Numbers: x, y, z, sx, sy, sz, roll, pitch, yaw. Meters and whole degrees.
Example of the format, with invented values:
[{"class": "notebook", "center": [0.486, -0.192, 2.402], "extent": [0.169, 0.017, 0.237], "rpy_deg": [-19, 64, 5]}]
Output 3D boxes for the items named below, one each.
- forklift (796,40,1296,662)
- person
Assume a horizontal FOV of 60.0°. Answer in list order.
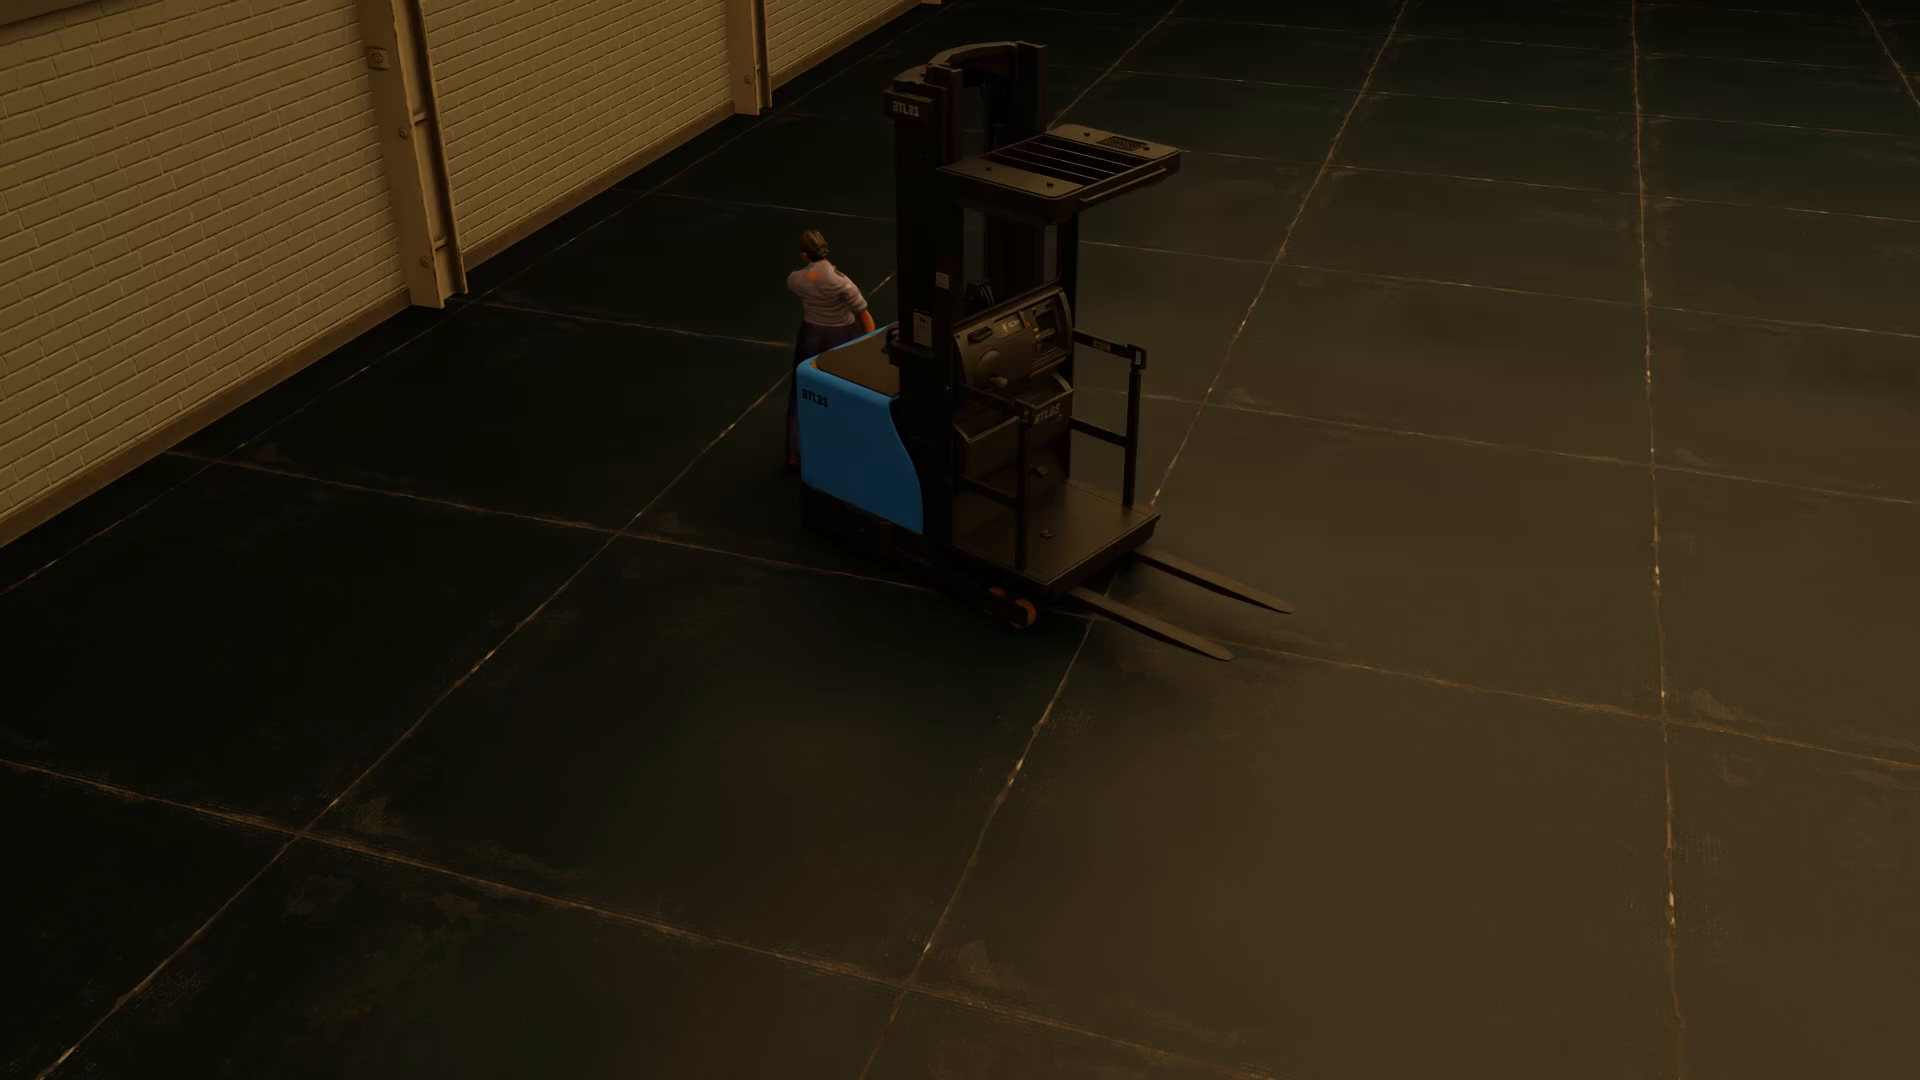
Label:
[{"class": "forklift", "center": [0.459, -1.074, 9.021], "extent": [3.031, 2.935, 1.130], "rpy_deg": [23, 37, 35]}, {"class": "person", "center": [-0.788, -1.269, 10.771], "extent": [0.657, 1.561, 0.791], "rpy_deg": [6, 30, 10]}]
